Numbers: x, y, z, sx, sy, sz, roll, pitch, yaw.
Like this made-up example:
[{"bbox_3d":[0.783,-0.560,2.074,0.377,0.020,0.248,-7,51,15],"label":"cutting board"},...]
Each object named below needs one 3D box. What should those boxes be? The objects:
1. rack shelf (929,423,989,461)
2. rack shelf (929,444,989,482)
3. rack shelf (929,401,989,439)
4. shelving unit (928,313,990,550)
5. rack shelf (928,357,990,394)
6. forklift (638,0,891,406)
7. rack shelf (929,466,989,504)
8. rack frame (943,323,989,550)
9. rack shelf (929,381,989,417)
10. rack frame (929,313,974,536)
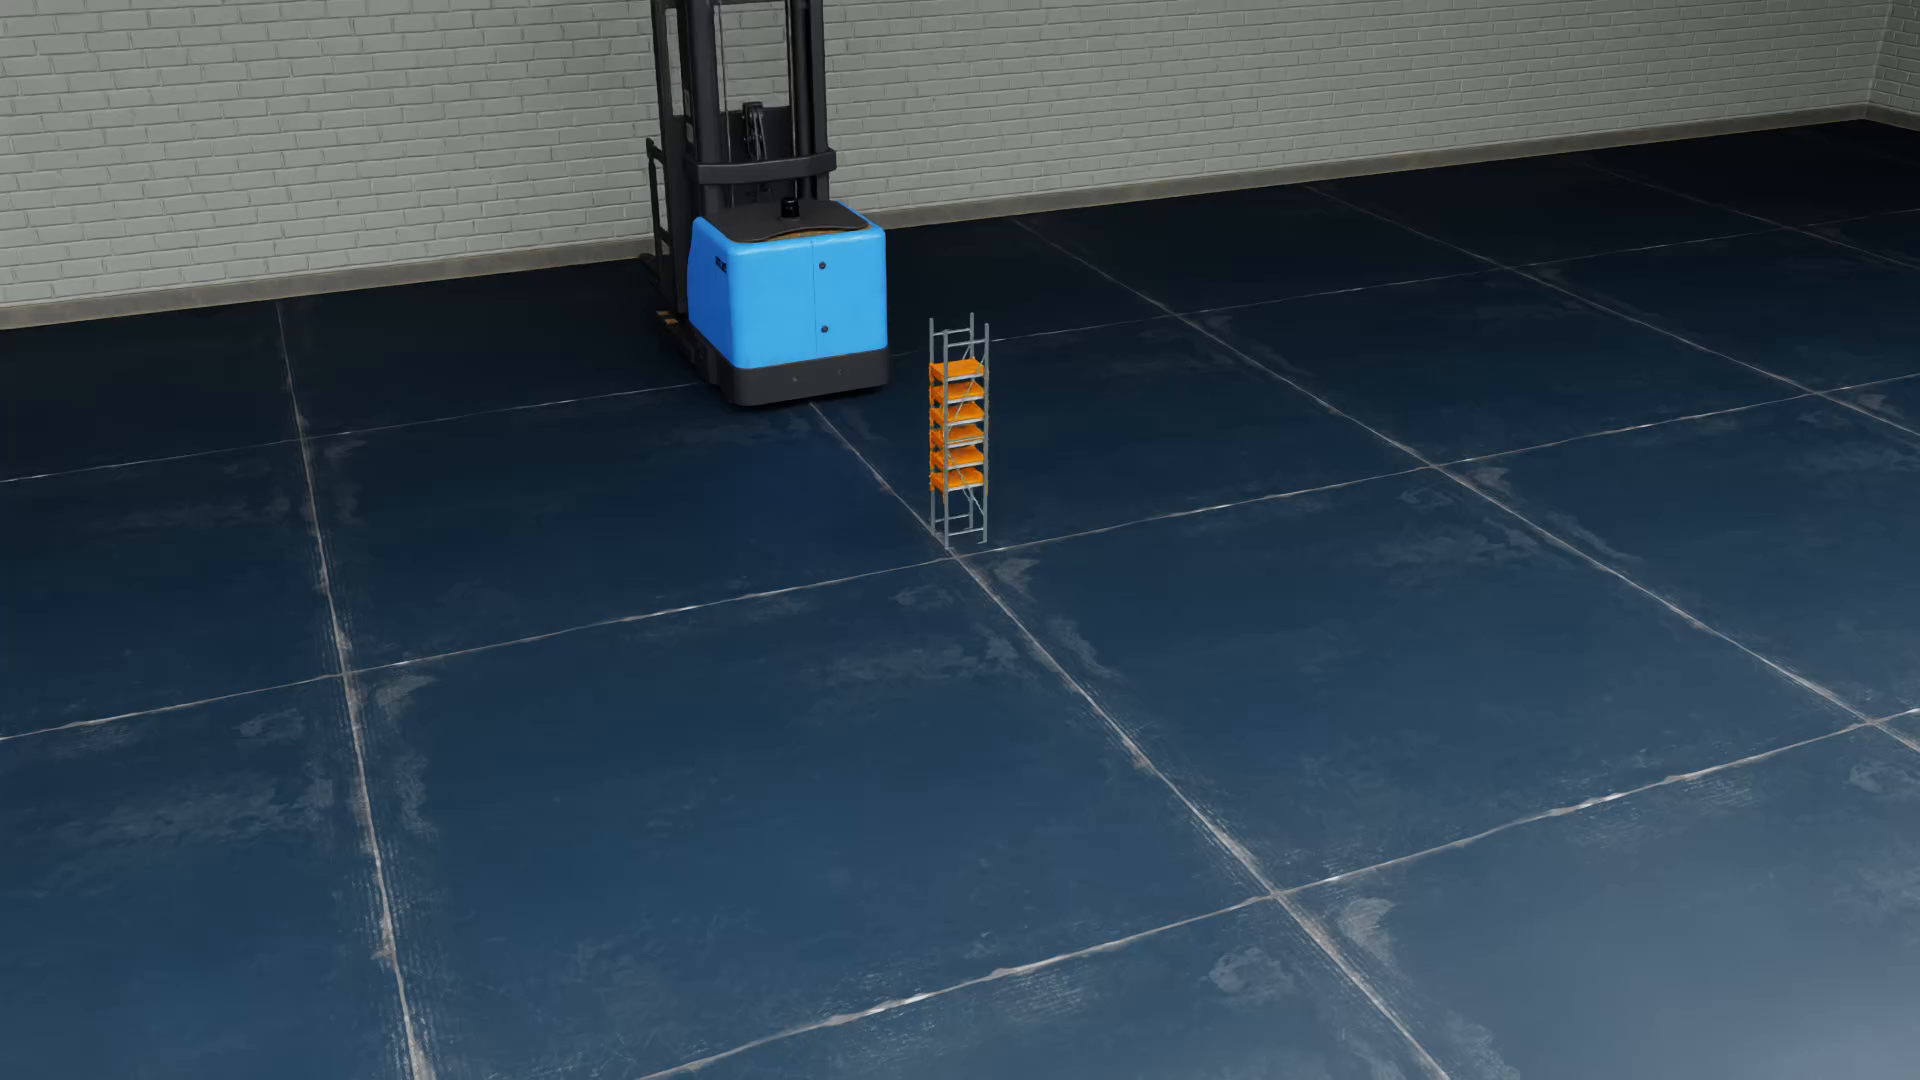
[{"bbox_3d":[-0.006,-0.505,8.518,0.258,0.103,0.180,-11,28,-21],"label":"rack shelf"},{"bbox_3d":[-0.006,-0.397,8.571,0.258,0.103,0.180,-11,28,-21],"label":"rack shelf"},{"bbox_3d":[-0.006,-0.613,8.466,0.258,0.103,0.180,-11,28,-21],"label":"rack shelf"},{"bbox_3d":[-0.006,-0.545,8.499,0.258,1.200,0.189,-11,28,-21],"label":"shelving unit"},{"bbox_3d":[-0.006,-0.829,8.360,0.258,0.103,0.180,-11,28,-21],"label":"rack shelf"},{"bbox_3d":[-1.519,-2.764,11.070,1.130,2.935,3.031,-11,28,-22],"label":"forklift"},{"bbox_3d":[-0.006,-0.289,8.624,0.258,0.103,0.180,-11,28,-21],"label":"rack shelf"},{"bbox_3d":[0.030,-0.508,8.423,0.240,1.200,0.006,-11,28,-21],"label":"rack frame"},{"bbox_3d":[-0.006,-0.721,8.413,0.258,0.103,0.180,-11,28,-21],"label":"rack shelf"},{"bbox_3d":[-0.042,-0.582,8.574,0.240,1.200,0.006,-11,28,-21],"label":"rack frame"}]
